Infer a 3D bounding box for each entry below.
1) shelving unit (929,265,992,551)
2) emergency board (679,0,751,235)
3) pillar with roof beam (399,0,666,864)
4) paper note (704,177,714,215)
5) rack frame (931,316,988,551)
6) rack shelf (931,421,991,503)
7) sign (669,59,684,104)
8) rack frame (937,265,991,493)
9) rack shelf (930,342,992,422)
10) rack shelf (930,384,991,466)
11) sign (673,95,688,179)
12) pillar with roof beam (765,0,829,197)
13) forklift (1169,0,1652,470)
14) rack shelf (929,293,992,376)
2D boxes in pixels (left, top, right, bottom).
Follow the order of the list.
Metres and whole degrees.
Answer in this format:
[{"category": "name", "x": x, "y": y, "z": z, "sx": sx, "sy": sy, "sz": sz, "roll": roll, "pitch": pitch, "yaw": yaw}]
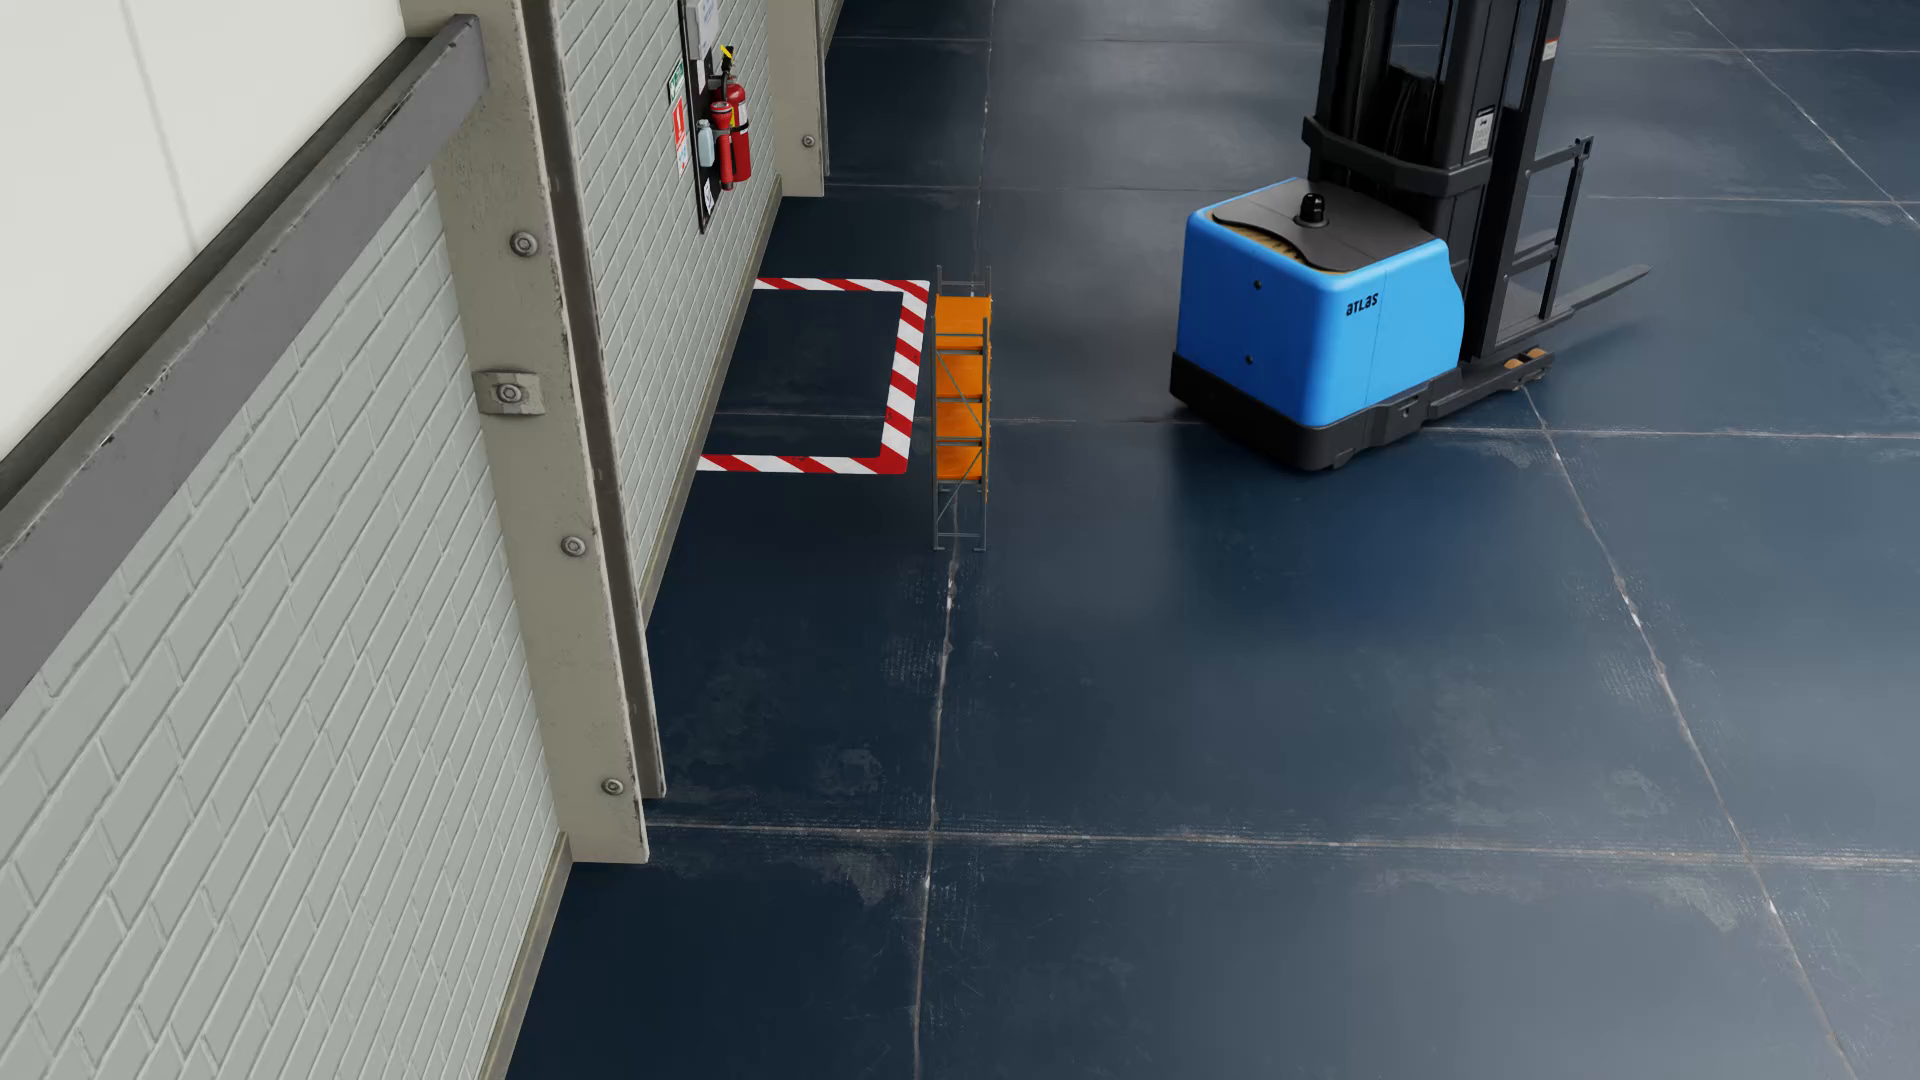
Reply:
[{"category": "shelving unit", "x": 0.007, "y": -0.586, "z": 7.540, "sx": 0.258, "sy": 1.200, "sz": 0.503, "roll": 1, "pitch": 35, "yaw": 2}, {"category": "emergency board", "x": -1.186, "y": -2.192, "z": 8.261, "sx": 0.194, "sy": 1.169, "sz": 0.643, "roll": 1, "pitch": 35, "yaw": 2}, {"category": "pillar with roof beam", "x": 3.012, "y": -2.519, "z": 3.508, "sx": 9.100, "sy": 9.000, "sz": 0.400, "roll": 1, "pitch": 35, "yaw": 2}, {"category": "paper note", "x": -1.262, "y": -1.732, "z": 8.372, "sx": 0.016, "sy": 0.148, "sz": 0.142, "roll": 1, "pitch": 35, "yaw": 2}, {"category": "rack frame", "x": -0.003, "y": -0.446, "z": 7.341, "sx": 0.240, "sy": 1.200, "sz": 0.015, "roll": 1, "pitch": 35, "yaw": 2}, {"category": "rack shelf", "x": 0.007, "y": -0.369, "z": 7.693, "sx": 0.258, "sy": 0.148, "sz": 0.480, "roll": 1, "pitch": 35, "yaw": 2}, {"category": "sign", "x": -1.302, "y": -2.111, "z": 7.653, "sx": 0.001, "sy": 0.109, "sz": 0.331, "roll": 1, "pitch": 35, "yaw": 2}, {"category": "rack frame", "x": 0.016, "y": -0.726, "z": 7.740, "sx": 0.240, "sy": 1.200, "sz": 0.015, "roll": 1, "pitch": 35, "yaw": 2}, {"category": "rack shelf", "x": 0.007, "y": -0.714, "z": 7.450, "sx": 0.258, "sy": 0.148, "sz": 0.480, "roll": 1, "pitch": 35, "yaw": 2}, {"category": "rack shelf", "x": 0.007, "y": -0.531, "z": 7.579, "sx": 0.258, "sy": 0.148, "sz": 0.480, "roll": 1, "pitch": 35, "yaw": 2}, {"category": "sign", "x": -1.312, "y": -1.892, "z": 7.802, "sx": 0.001, "sy": 0.329, "sz": 0.234, "roll": 1, "pitch": 35, "yaw": 2}, {"category": "pillar with roof beam", "x": 3.253, "y": -5.966, "z": 8.413, "sx": 9.100, "sy": 9.000, "sz": 0.400, "roll": 1, "pitch": 35, "yaw": 2}, {"category": "forklift", "x": 2.584, "y": -2.217, "z": 8.356, "sx": 3.031, "sy": 2.935, "sz": 1.130, "roll": -23, "pitch": 41, "yaw": -29}, {"category": "rack shelf", "x": 0.007, "y": -0.907, "z": 7.314, "sx": 0.258, "sy": 0.148, "sz": 0.480, "roll": 1, "pitch": 35, "yaw": 2}]
